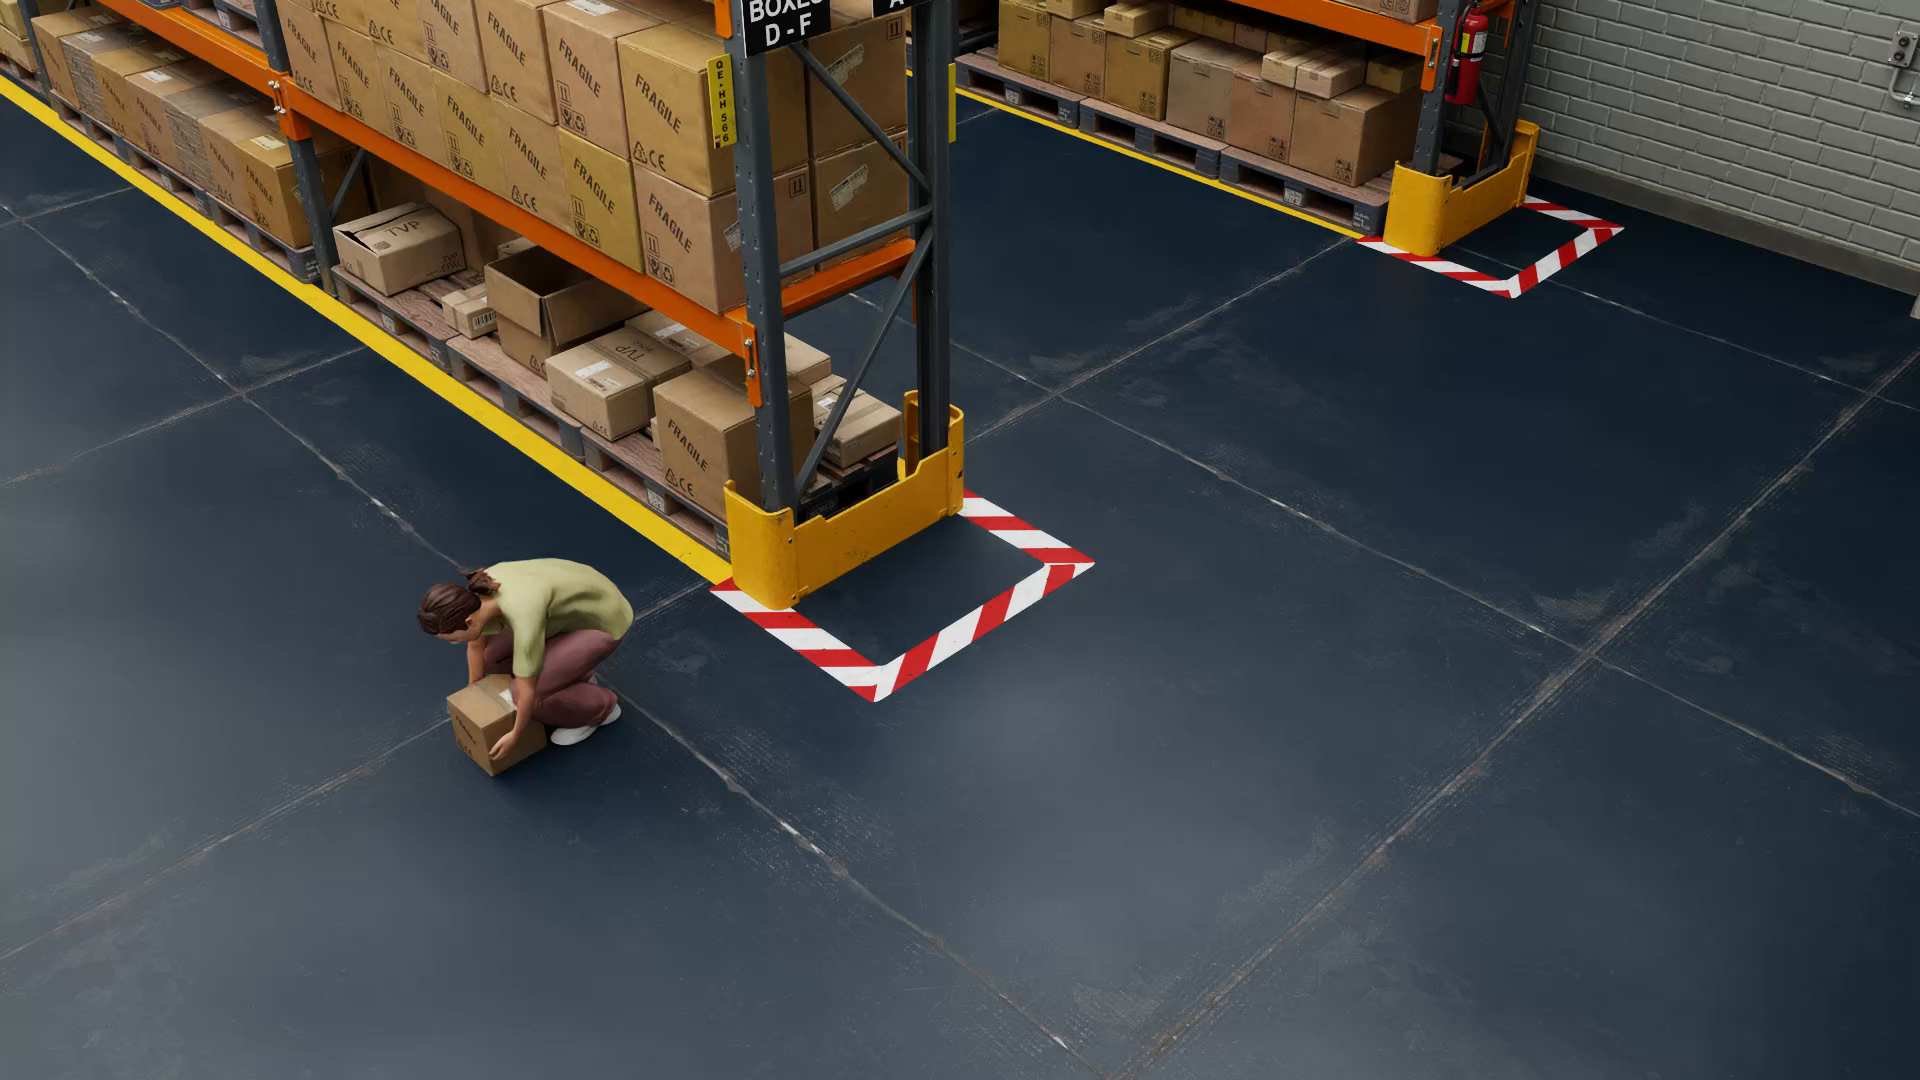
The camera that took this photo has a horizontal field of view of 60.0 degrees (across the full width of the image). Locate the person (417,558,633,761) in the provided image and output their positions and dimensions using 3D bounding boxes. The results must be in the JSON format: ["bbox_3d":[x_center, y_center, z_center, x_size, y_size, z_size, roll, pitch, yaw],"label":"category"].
[{"bbox_3d":[-1.620,0.395,6.296,0.798,0.864,0.493,-24,42,-29],"label":"person"}]
